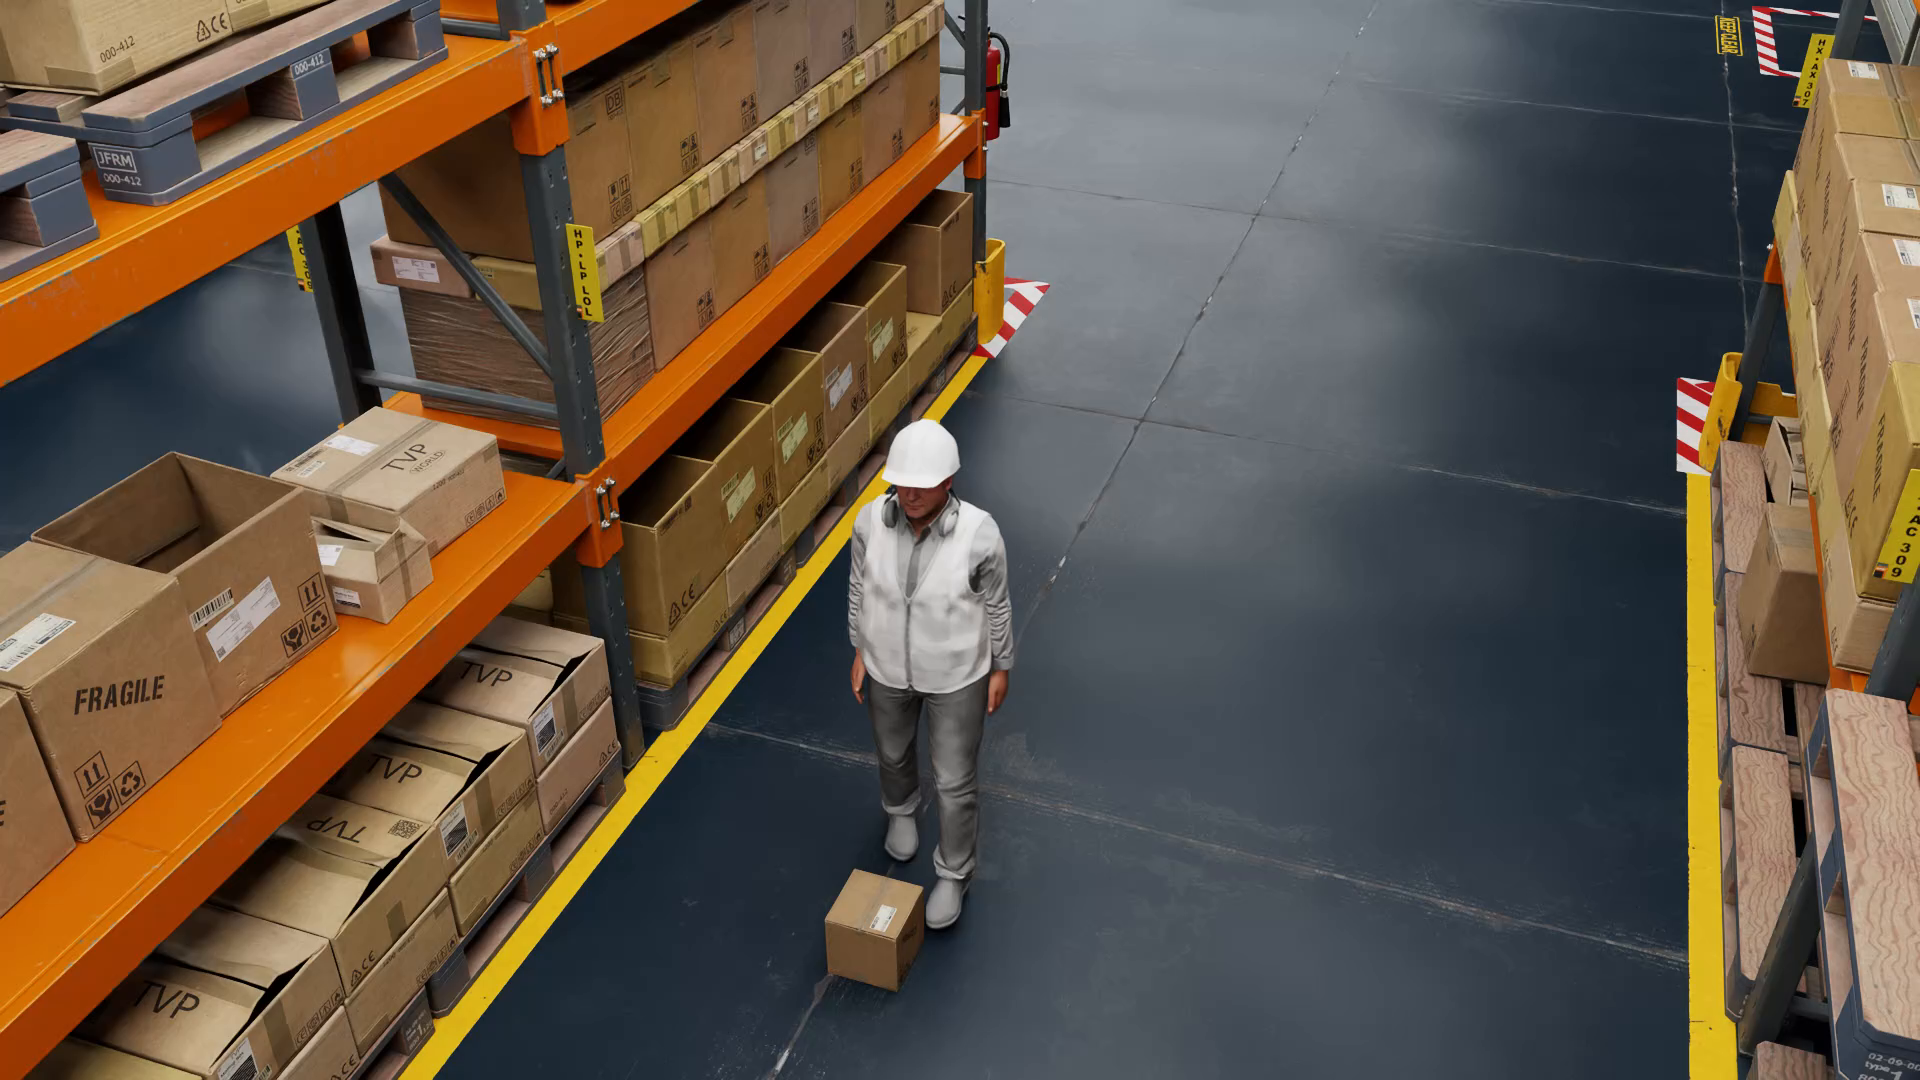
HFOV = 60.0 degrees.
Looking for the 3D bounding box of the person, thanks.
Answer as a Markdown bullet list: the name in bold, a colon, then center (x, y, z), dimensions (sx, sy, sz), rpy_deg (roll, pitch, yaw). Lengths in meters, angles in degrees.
- **person**: center (-0.116, 0.435, 5.446), dimensions (0.557, 1.781, 0.616), rpy_deg (9, 34, 14)
